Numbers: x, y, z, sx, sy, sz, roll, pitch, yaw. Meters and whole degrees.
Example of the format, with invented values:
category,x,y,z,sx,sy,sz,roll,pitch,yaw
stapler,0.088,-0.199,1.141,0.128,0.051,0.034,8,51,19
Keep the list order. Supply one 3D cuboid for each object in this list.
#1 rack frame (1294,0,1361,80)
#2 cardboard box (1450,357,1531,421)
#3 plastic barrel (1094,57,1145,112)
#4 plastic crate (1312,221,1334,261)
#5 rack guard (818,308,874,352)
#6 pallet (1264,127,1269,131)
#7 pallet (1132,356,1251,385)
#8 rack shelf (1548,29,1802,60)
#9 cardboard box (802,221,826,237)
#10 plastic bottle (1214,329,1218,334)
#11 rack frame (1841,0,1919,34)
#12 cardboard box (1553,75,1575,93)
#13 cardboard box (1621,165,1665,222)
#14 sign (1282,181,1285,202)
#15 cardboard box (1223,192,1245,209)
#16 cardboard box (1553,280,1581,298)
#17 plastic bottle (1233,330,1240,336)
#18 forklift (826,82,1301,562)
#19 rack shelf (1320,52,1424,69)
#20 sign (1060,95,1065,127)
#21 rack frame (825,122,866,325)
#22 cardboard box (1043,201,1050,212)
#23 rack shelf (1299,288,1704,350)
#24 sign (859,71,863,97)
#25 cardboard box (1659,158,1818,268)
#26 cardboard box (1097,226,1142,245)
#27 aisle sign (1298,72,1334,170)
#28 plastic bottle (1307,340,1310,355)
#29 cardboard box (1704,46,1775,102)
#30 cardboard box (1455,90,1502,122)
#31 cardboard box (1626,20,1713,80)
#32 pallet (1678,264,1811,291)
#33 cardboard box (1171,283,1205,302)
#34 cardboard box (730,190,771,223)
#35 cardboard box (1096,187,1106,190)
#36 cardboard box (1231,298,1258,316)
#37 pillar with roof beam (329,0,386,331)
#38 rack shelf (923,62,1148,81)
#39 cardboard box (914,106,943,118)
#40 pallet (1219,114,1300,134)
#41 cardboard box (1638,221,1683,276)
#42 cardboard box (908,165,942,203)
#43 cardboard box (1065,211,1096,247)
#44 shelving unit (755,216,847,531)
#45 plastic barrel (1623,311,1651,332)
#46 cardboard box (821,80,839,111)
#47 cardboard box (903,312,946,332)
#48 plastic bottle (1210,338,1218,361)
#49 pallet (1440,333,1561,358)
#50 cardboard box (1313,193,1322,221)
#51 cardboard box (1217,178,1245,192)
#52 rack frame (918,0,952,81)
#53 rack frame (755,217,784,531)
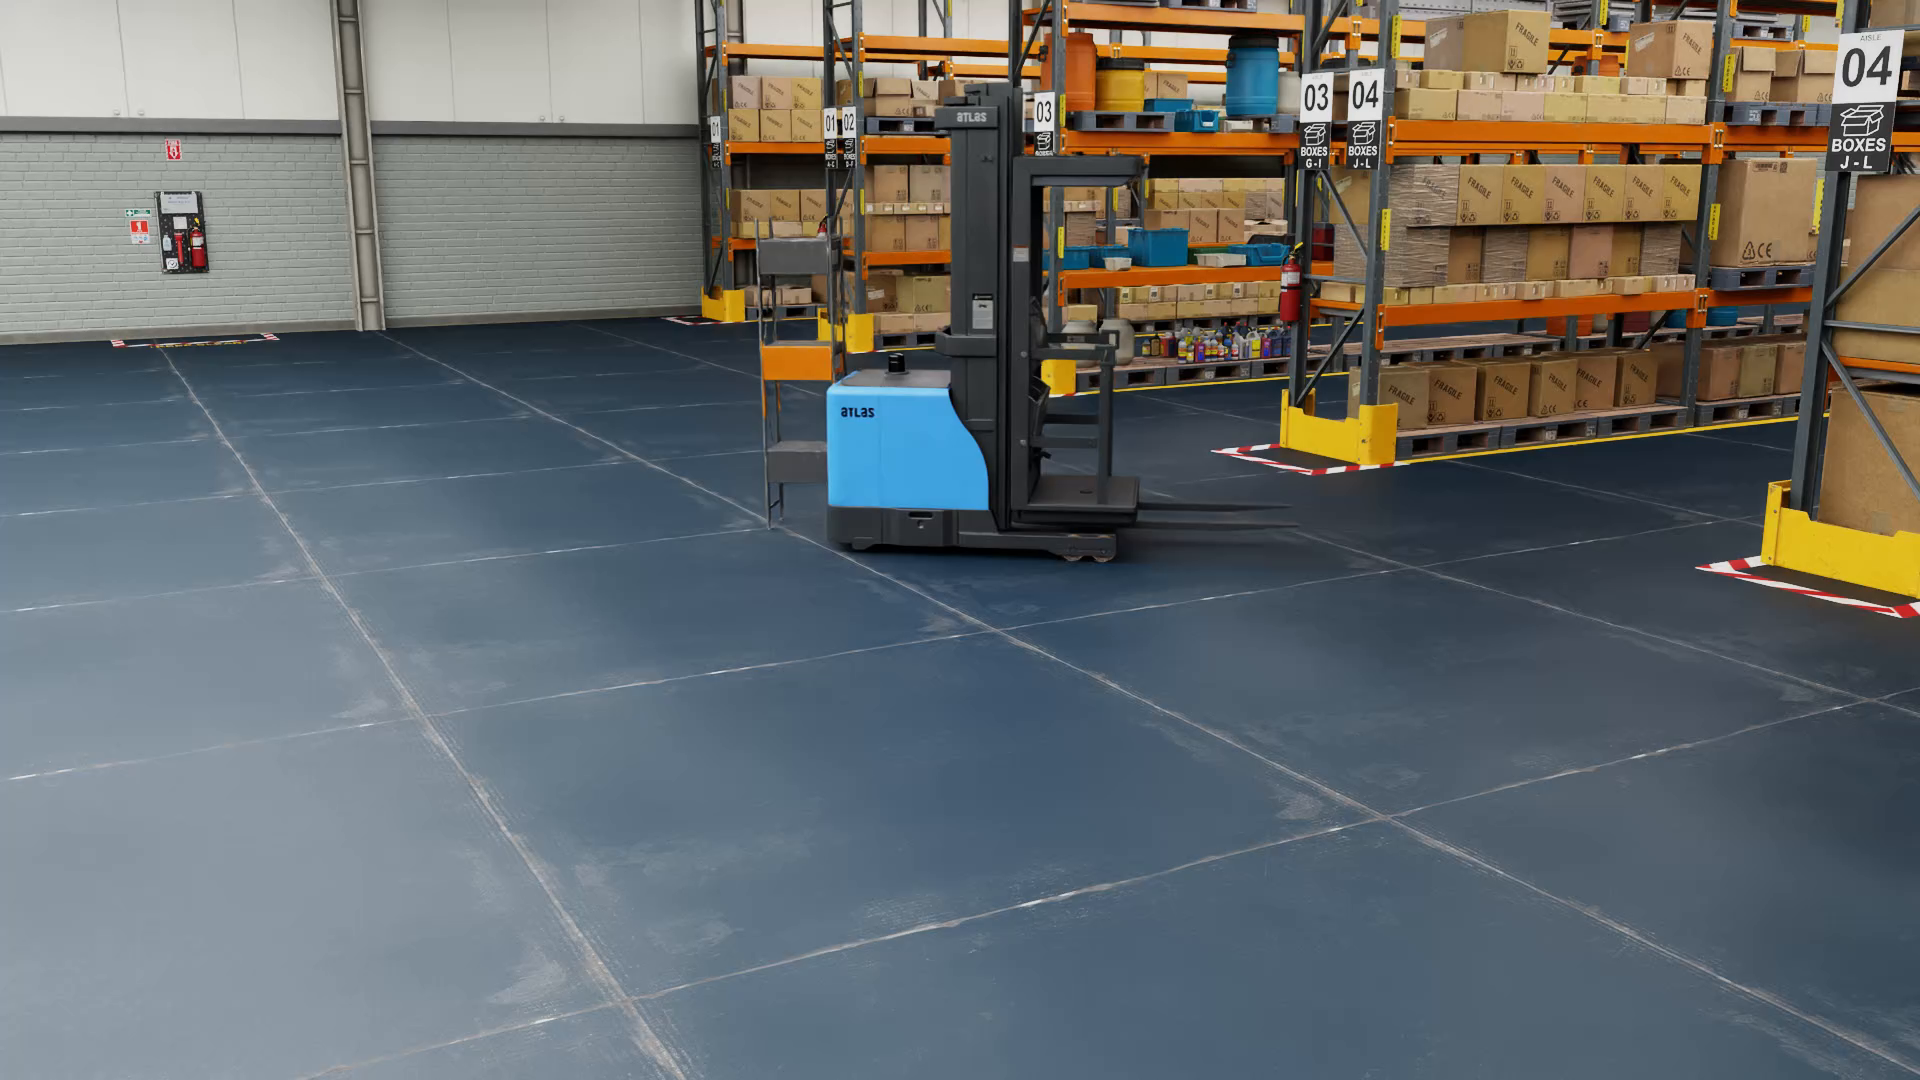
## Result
category,x,y,z,sx,sy,sz,roll,pitch,yaw
rack frame,4.330,-6.504,19.515,0.127,3.000,1.000,-7,14,-28
cardboard box,4.815,-1.382,15.154,0.500,0.500,0.500,-5,14,-23
plastic barrel,1.759,-5.061,18.550,0.600,0.588,0.600,0,13,0
plastic crate,4.609,-3.719,20.655,0.583,0.464,0.402,-7,14,-28
rack guard,-1.572,-2.890,22.811,0.348,0.500,1.175,-7,14,-28
pallet,3.938,-6.118,25.059,1.213,0.211,1.003,-6,14,-25
pallet,2.649,-2.025,19.628,1.213,0.211,1.003,-7,14,-28
rack shelf,9.597,-6.589,22.443,4.000,0.370,1.077,-7,14,-28
cardboard box,-2.448,-5.103,27.246,0.500,0.250,0.500,-7,15,-29
plastic bottle,3.092,-2.433,20.272,0.133,0.283,0.061,-6,14,-25
rack frame,5.480,-4.163,9.110,0.127,3.000,1.000,-7,14,-28
cardboard box,5.123,-3.967,14.506,0.250,0.149,0.380,-7,15,-30
cardboard box,6.002,-3.152,15.098,0.500,0.500,0.500,-7,14,-28
sign,5.203,-5.583,26.629,0.005,0.325,0.100,-7,14,-28
cardboard box,4.997,-6.275,31.207,0.500,0.500,0.500,-6,14,-26
cardboard box,5.332,-2.266,14.919,0.250,0.149,0.380,-7,14,-28
plastic bottle,3.353,-2.418,20.232,0.097,0.271,0.097,0,13,0
forklift,0.691,-1.417,10.730,3.031,2.935,1.130,2,13,7
rack shelf,7.226,-7.544,26.686,4.000,0.370,1.077,-7,14,-28
sign,1.079,-4.518,17.501,0.005,0.325,0.100,-7,14,-28
rack frame,-1.551,-4.112,22.548,0.127,3.000,1.000,-7,14,-28
cardboard box,1.147,-4.746,23.663,0.250,0.149,0.380,-7,14,-28
rack shelf,4.948,-2.062,15.077,4.000,0.370,1.077,-7,14,-28
sign,-1.290,-5.933,21.635,0.005,0.325,0.100,-7,14,-28
cardboard box,7.468,-3.177,16.072,1.000,1.000,1.000,-7,14,-27
cardboard box,2.371,-4.520,24.701,0.500,0.250,0.500,-6,14,-24
aisle sign,2.994,-3.522,14.005,0.004,0.787,0.394,-7,14,-28
plastic bottle,4.161,-2.329,19.996,0.097,0.201,0.097,0,13,0
cardboard box,7.163,-4.372,15.681,0.637,0.503,0.797,-8,15,-31
cardboard box,4.189,-3.649,14.000,0.500,0.250,0.500,-7,15,-29
cardboard box,6.431,-4.428,15.076,0.500,0.500,0.500,-7,15,-30
pallet,7.444,-2.582,16.186,1.213,0.211,1.003,-7,14,-28
cardboard box,3.338,-3.771,25.064,0.500,0.311,0.500,-7,15,-30
cardboard box,-3.365,-5.361,26.685,0.500,0.500,0.500,-7,14,-28
cardboard box,2.530,-6.409,30.047,0.250,0.149,0.380,-10,16,-37
cardboard box,4.233,-3.607,25.612,0.500,0.250,0.500,-6,14,-27
pillar with roof beam,-6.931,-6.772,20.706,0.400,9.000,9.100,-7,14,-28
rack shelf,1.339,-8.078,29.057,4.000,0.370,1.077,-7,14,-28
cardboard box,-0.434,-5.816,22.583,0.250,0.149,0.380,-7,14,-28
pallet,3.744,-4.854,19.444,1.003,0.211,1.213,-7,14,-28
cardboard box,6.279,-2.782,15.732,0.500,0.500,0.875,-7,14,-28
cardboard box,-0.630,-4.902,22.877,0.500,0.500,0.700,-7,15,-29
cardboard box,1.574,-4.533,24.194,0.500,0.500,0.700,-7,15,-29
shelving unit,-1.058,-1.126,11.316,0.503,2.100,0.431,1,13,8
plastic barrel,9.254,-3.200,23.034,0.708,0.588,0.600,-7,14,-28
cardboard box,-2.313,-7.330,27.465,0.500,0.500,0.500,-7,14,-28
cardboard box,-0.536,-3.042,23.100,0.500,0.250,0.500,-7,14,-28
plastic bottle,2.949,-2.218,19.343,0.097,0.271,0.097,0,13,0
pallet,7.143,-2.564,22.021,1.213,0.211,1.003,-7,14,-28
cardboard box,5.970,-5.295,26.621,0.700,0.500,0.500,11,17,41
cardboard box,4.970,-6.640,31.124,0.500,0.250,0.500,-7,15,-29
rack frame,-0.417,-8.414,27.999,0.127,3.000,1.000,-7,14,-28
rack frame,-1.299,-1.131,11.351,0.015,2.100,0.400,1,13,8
